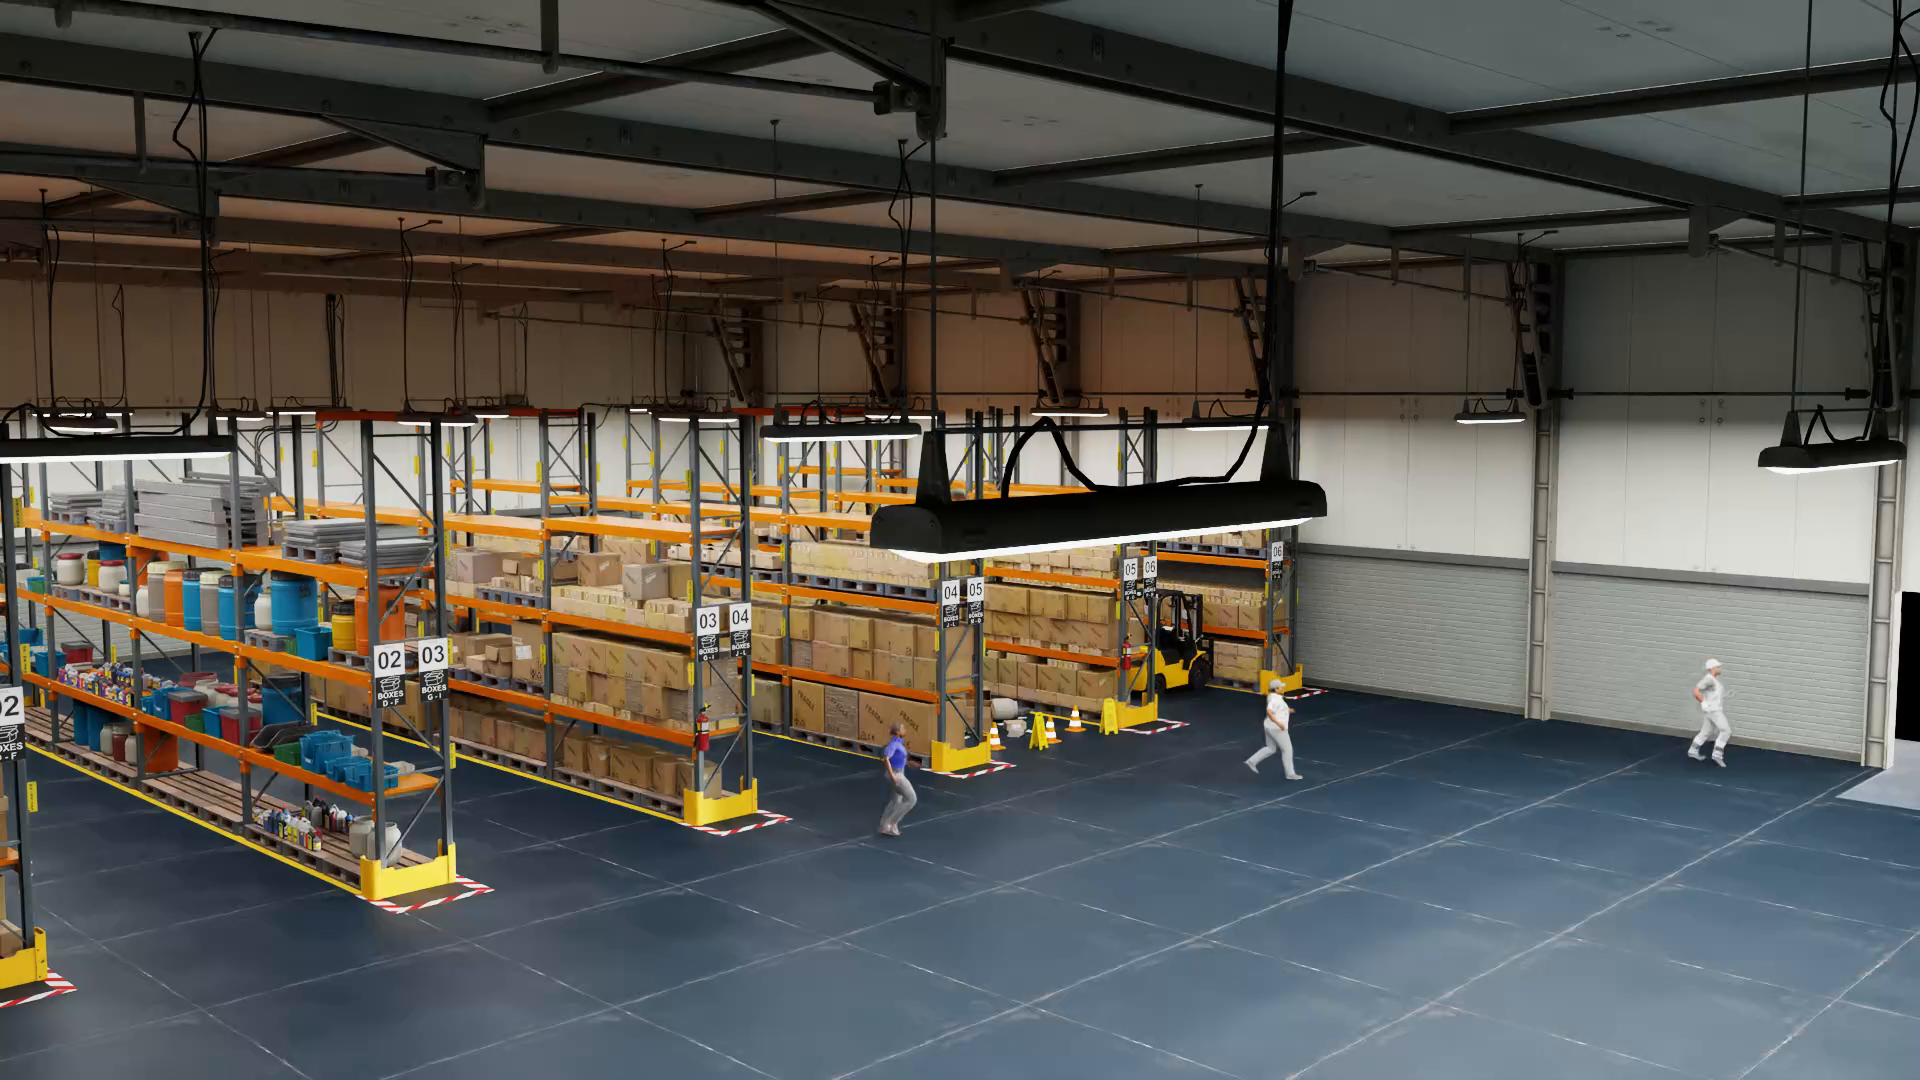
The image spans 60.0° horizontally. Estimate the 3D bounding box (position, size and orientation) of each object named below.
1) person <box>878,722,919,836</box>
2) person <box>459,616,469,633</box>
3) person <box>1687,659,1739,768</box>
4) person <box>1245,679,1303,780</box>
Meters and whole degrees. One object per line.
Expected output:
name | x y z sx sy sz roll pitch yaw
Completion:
person | -0.869 3.409 23.819 0.610 1.631 0.581 -1 5 -12
person | -12.046 1.871 40.538 0.847 1.742 0.772 -2 6 -26
person | 12.793 2.937 28.250 0.763 1.838 0.641 3 6 27
person | 5.155 3.089 27.152 0.910 1.644 0.613 0 5 -6
